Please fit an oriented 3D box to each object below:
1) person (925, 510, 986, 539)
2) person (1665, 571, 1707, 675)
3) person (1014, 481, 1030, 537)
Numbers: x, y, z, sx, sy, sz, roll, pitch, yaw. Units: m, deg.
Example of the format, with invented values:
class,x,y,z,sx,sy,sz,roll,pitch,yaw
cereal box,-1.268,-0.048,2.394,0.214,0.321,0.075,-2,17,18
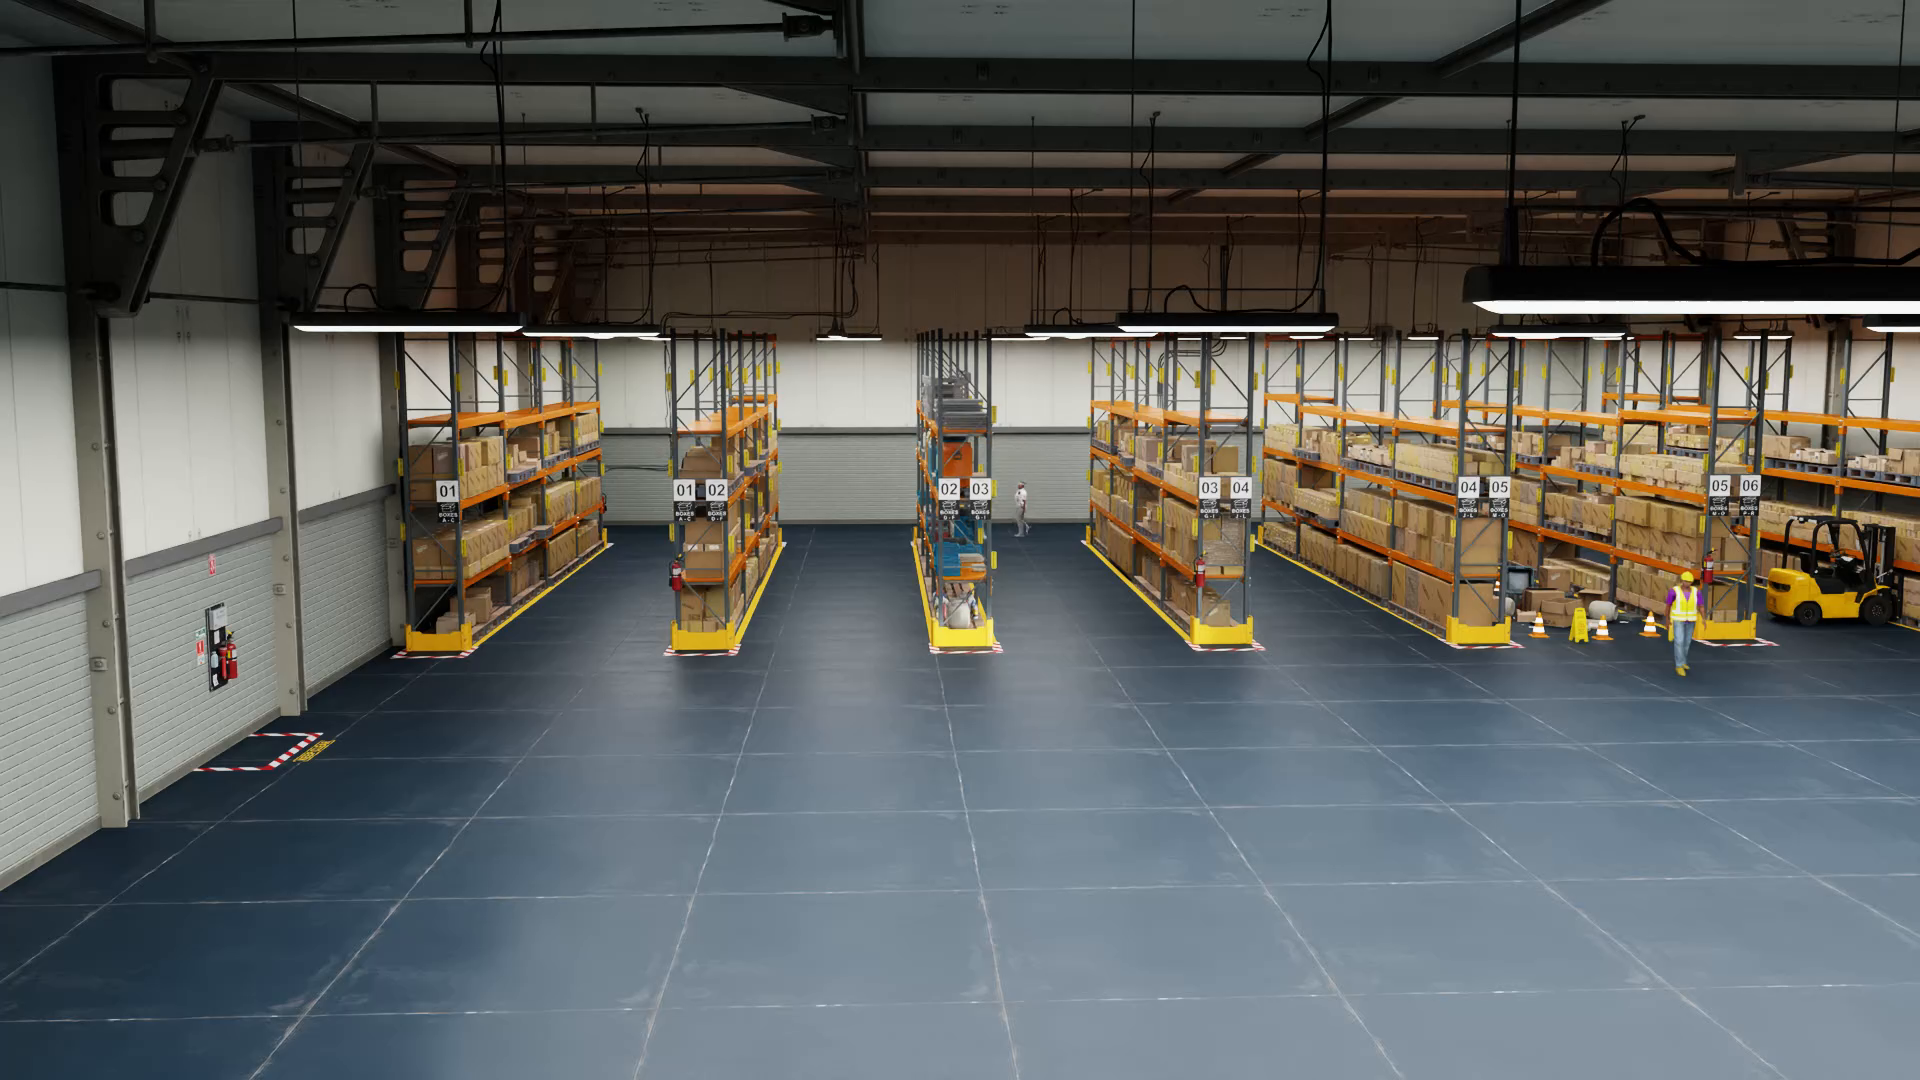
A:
class,x,y,z,sx,sy,sz,roll,pitch,yaw
person,-0.244,-0.478,45.625,1.638,1.668,7.623,2,7,20
person,12.677,1.431,29.025,0.622,1.775,0.705,1,7,6
person,1.848,-0.942,49.341,0.502,1.673,0.478,-1,7,-9
